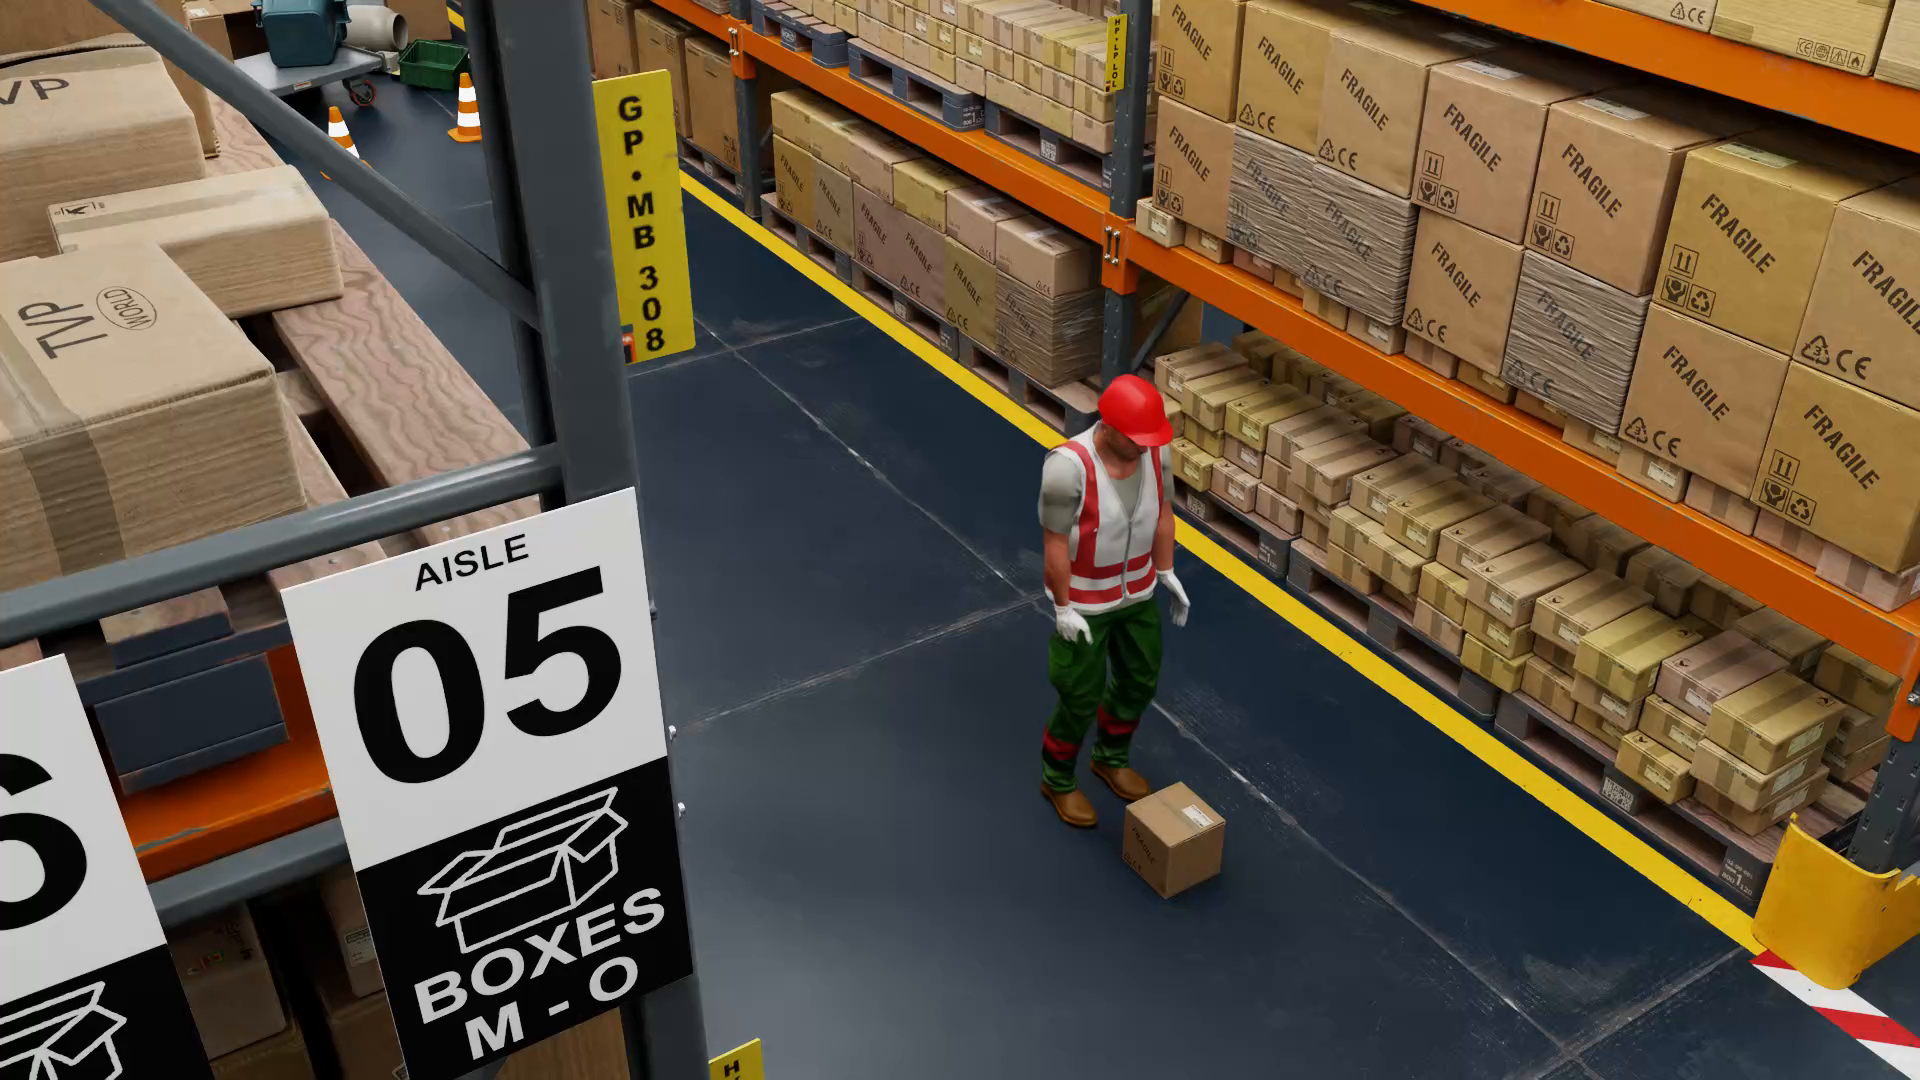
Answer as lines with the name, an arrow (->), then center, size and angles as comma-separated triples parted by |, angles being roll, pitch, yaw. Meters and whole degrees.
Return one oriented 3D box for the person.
person -> 0.530, 0.204, 5.817 | 0.534, 1.762, 0.400 | -18, 37, -26
